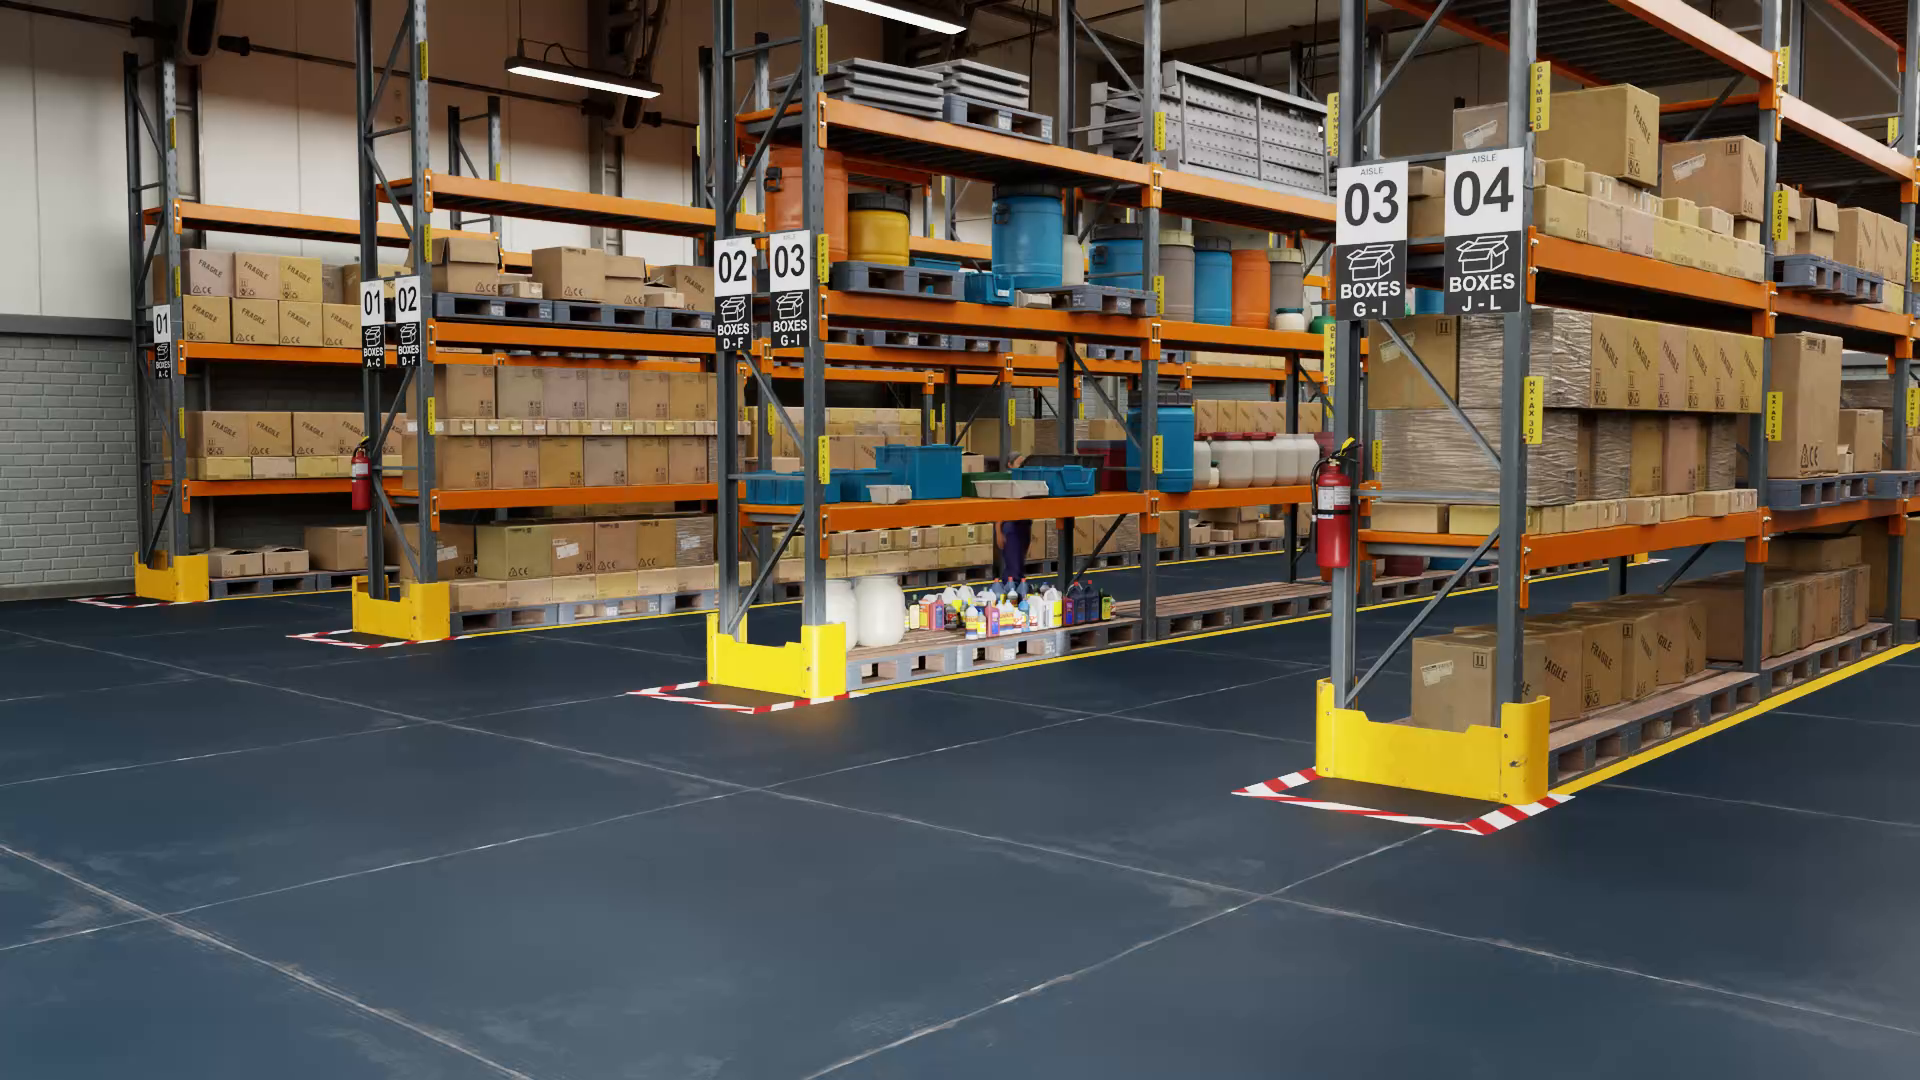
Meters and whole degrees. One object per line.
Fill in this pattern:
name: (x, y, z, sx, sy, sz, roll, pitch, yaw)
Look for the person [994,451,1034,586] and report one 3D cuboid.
person: (0.614, -0.058, 16.422, 0.644, 1.640, 0.495, 3, 4, 35)
